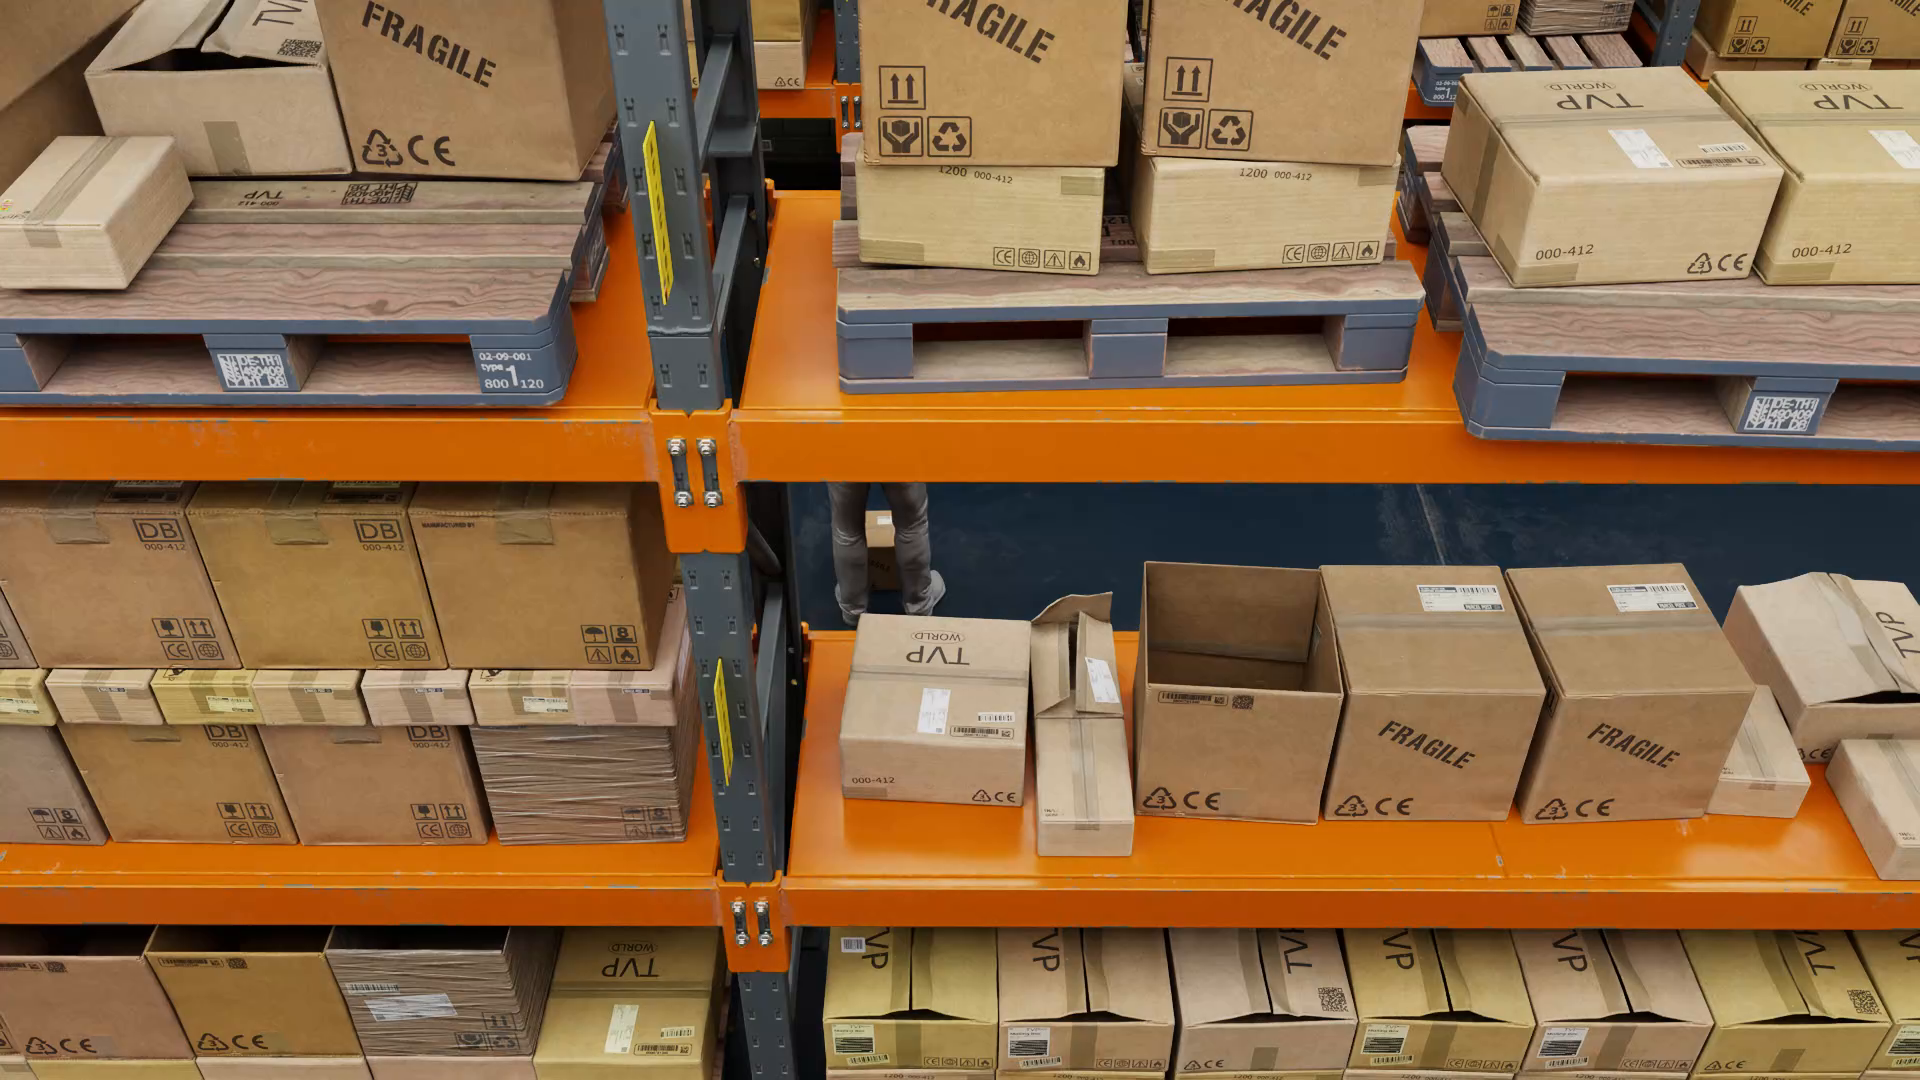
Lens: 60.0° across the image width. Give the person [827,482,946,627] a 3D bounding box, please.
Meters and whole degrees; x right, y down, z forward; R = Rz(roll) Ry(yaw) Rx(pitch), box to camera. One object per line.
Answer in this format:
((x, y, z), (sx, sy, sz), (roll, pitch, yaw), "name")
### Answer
((-0.347, -0.397, 6.625), (0.632, 1.760, 0.463), (0, 39, -1), "person")
